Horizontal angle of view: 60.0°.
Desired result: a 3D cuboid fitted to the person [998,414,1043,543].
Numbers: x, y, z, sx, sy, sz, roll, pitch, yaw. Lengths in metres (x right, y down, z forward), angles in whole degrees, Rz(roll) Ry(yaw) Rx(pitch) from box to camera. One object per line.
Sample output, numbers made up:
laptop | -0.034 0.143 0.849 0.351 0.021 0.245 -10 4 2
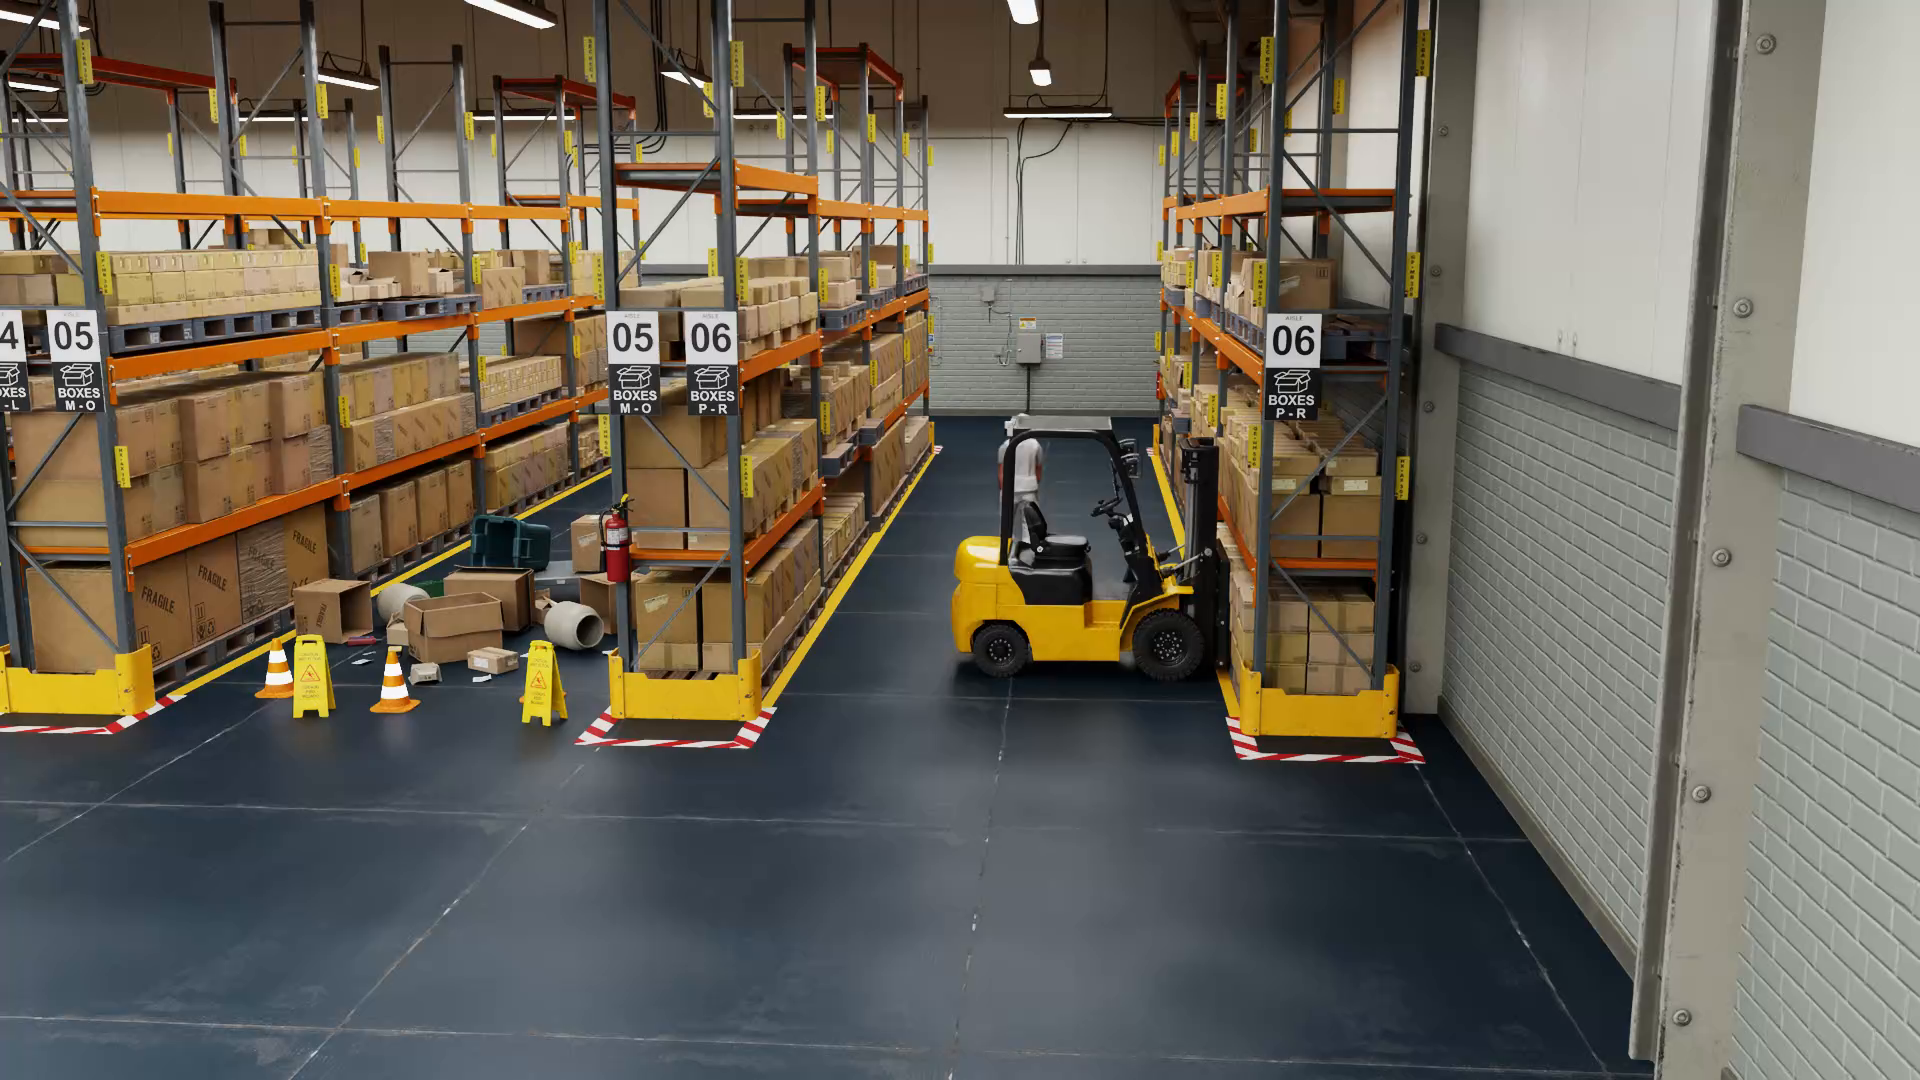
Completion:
person | 0.664 -0.561 18.764 0.524 1.755 0.960 -1 11 -4
